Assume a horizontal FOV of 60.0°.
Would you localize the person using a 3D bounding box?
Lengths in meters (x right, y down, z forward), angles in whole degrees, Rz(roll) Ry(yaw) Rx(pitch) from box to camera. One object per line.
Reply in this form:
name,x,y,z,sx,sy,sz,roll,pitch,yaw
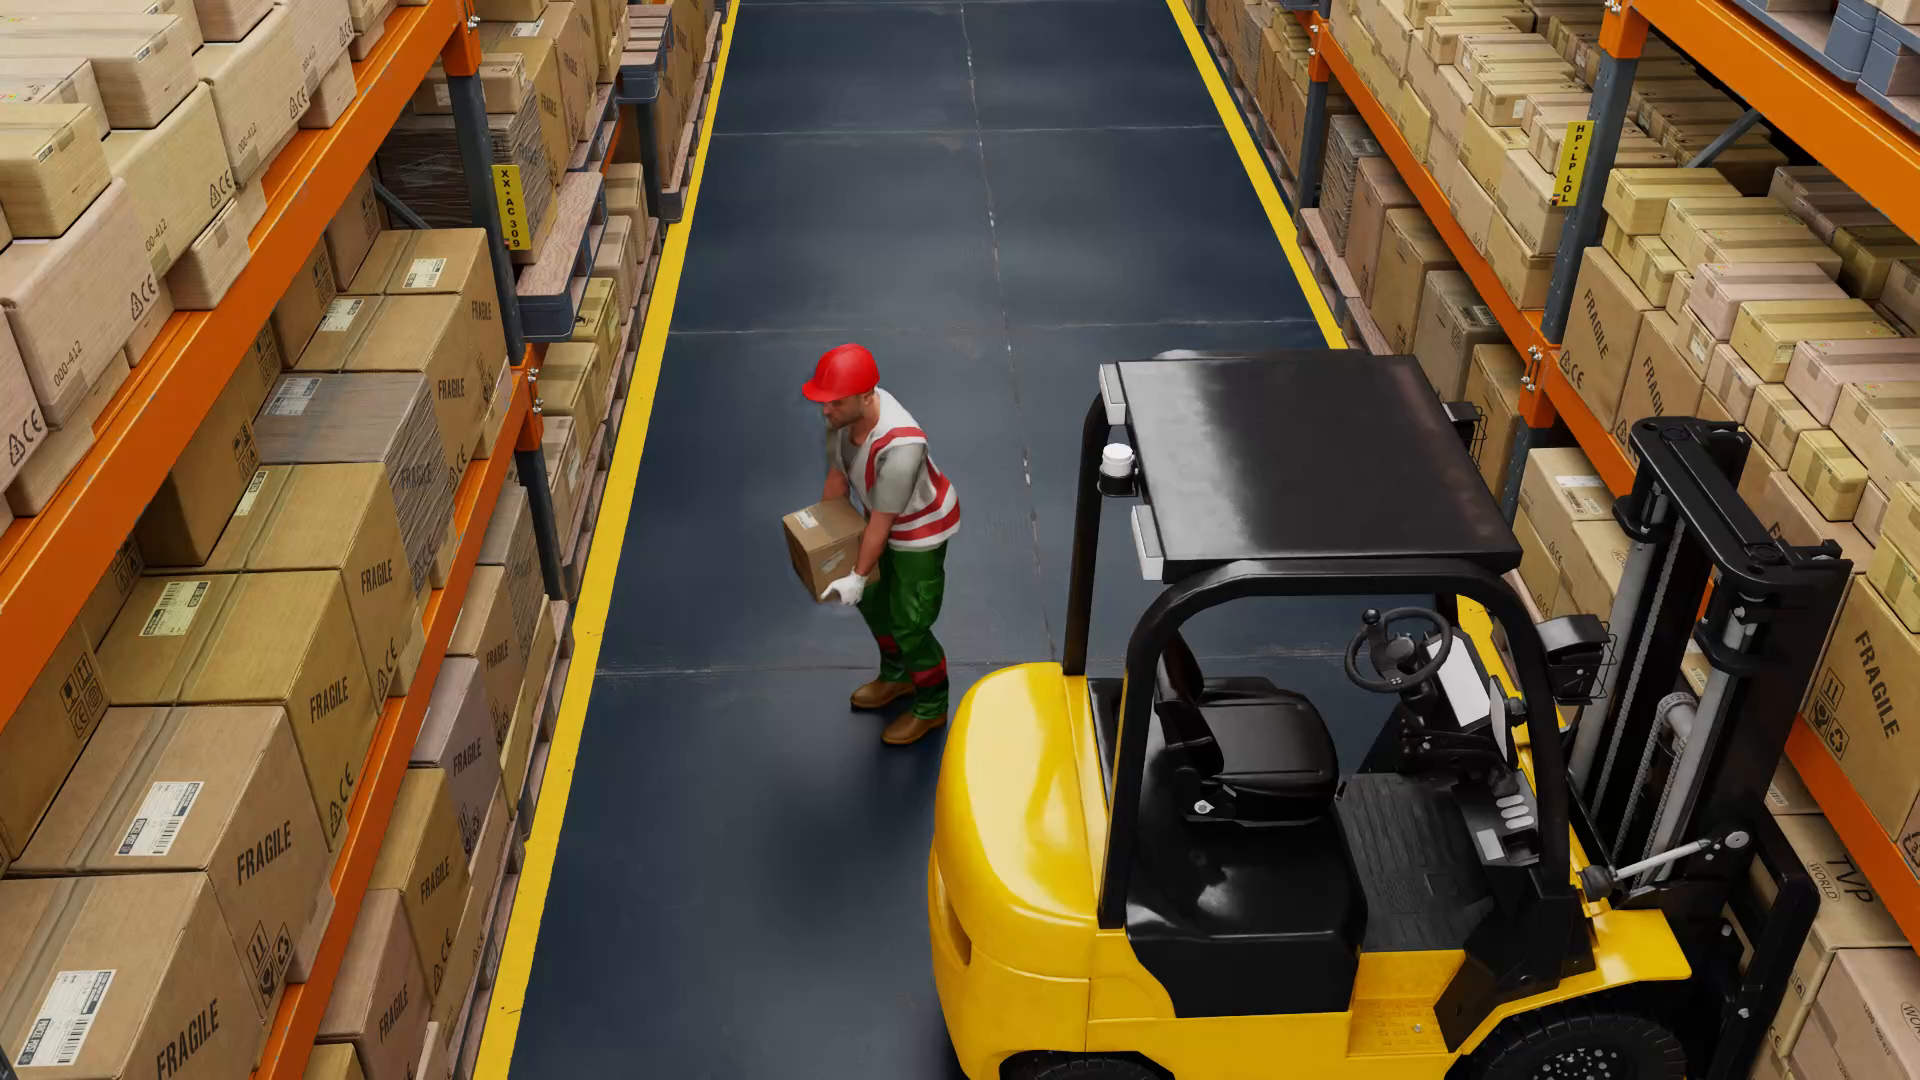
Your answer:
person,-0.301,0.018,6.150,0.610,1.727,0.496,-20,40,-26
